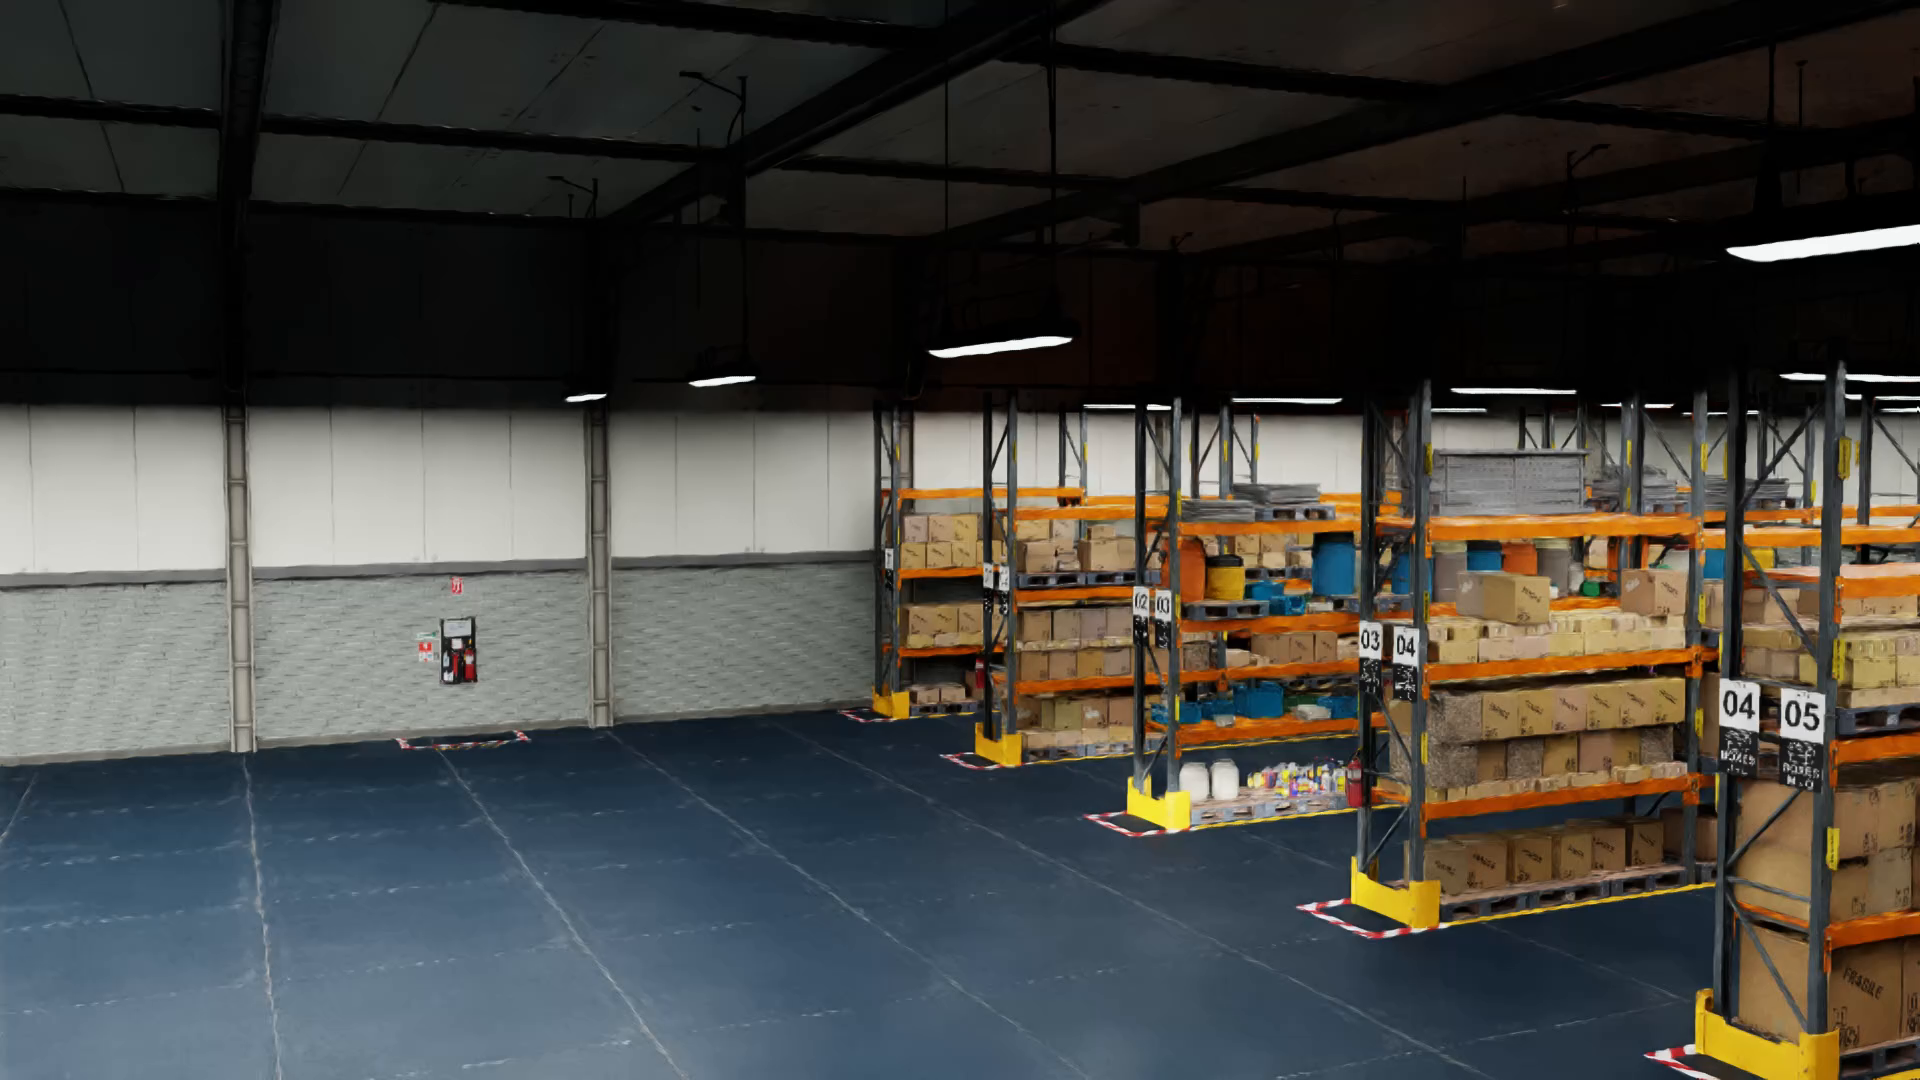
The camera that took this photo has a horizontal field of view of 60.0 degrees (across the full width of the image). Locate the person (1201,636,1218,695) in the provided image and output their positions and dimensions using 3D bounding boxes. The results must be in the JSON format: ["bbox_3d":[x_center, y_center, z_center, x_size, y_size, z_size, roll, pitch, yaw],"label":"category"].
[{"bbox_3d":[4.776,2.448,32.245,1.026,1.664,0.537,-2,4,-32],"label":"person"}]
